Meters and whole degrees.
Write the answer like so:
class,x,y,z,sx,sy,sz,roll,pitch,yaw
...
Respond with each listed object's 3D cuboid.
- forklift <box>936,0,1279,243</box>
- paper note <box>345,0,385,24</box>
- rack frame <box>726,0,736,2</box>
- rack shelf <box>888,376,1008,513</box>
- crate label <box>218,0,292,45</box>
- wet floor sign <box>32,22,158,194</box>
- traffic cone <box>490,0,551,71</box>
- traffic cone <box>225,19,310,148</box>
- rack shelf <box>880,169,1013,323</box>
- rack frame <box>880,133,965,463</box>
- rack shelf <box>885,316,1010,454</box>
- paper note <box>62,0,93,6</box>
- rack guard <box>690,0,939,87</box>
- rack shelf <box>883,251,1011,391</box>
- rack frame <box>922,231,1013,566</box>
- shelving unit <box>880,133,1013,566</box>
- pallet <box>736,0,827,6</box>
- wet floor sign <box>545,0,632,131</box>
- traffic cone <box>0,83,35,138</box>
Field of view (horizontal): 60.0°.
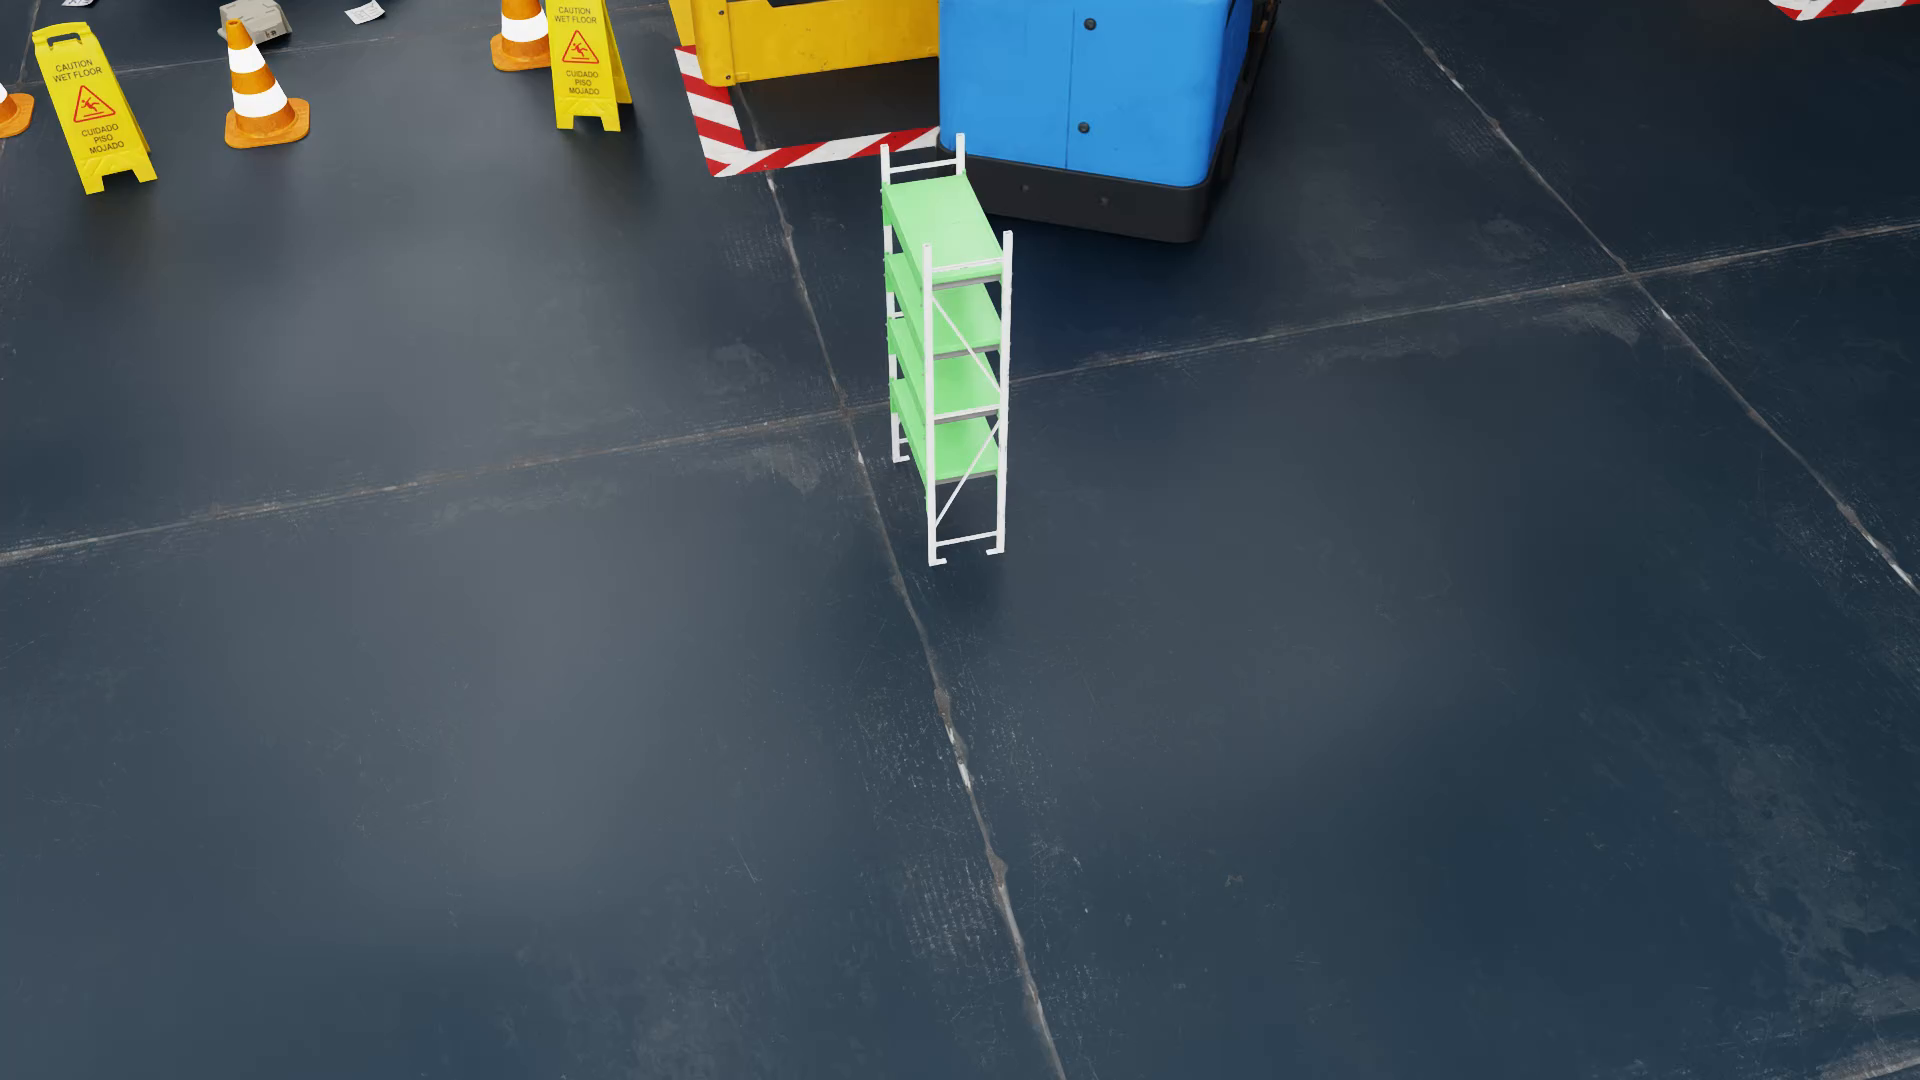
class,x,y,z,sx,sy,sz,roll,pitch,yaw
forklift,0.798,-3.212,6.346,1.130,2.935,3.031,11,47,11
paper note,-2.715,-2.414,7.595,0.148,0.019,0.142,-26,51,-24
rack frame,-0.549,-3.165,6.251,1.000,3.000,0.127,-11,47,-10
rack shelf,-0.042,-0.322,5.151,0.258,0.148,0.480,-11,47,-10
crate label,-3.153,-2.318,7.425,0.250,0.136,0.298,-35,55,-30
wet floor sign,-3.387,-1.708,6.472,0.267,0.644,0.232,-18,48,-17
traffic cone,-1.906,-2.338,7.217,0.336,0.463,0.334,-11,47,-10
traffic cone,-2.892,-1.900,6.788,0.336,0.463,0.334,-11,47,-10
rack shelf,-0.042,-0.825,4.636,0.258,0.148,0.480,-11,47,-10
rack frame,-0.105,-0.703,5.099,0.240,1.200,0.015,-11,47,-10
rack shelf,-0.042,-0.490,4.979,0.258,0.148,0.480,-11,47,-10
paper note,-4.058,-2.514,7.694,0.144,0.017,0.142,4,46,4
rack guard,-0.569,-2.342,7.195,1.175,0.500,0.348,-11,47,-10
rack shelf,-0.042,-0.658,4.808,0.258,0.148,0.480,-11,47,-10
rack frame,0.020,-0.366,4.768,0.240,1.200,0.015,-11,47,-10
shelving unit,-0.042,-0.534,4.933,0.258,1.200,0.503,-11,47,-10
pallet,-0.742,-2.809,7.855,1.003,0.211,1.213,-11,47,-10
wet floor sign,-1.535,-2.014,6.772,0.267,0.644,0.232,4,46,4
traffic cone,-4.072,-1.928,6.816,0.336,0.463,0.334,-11,47,-10
